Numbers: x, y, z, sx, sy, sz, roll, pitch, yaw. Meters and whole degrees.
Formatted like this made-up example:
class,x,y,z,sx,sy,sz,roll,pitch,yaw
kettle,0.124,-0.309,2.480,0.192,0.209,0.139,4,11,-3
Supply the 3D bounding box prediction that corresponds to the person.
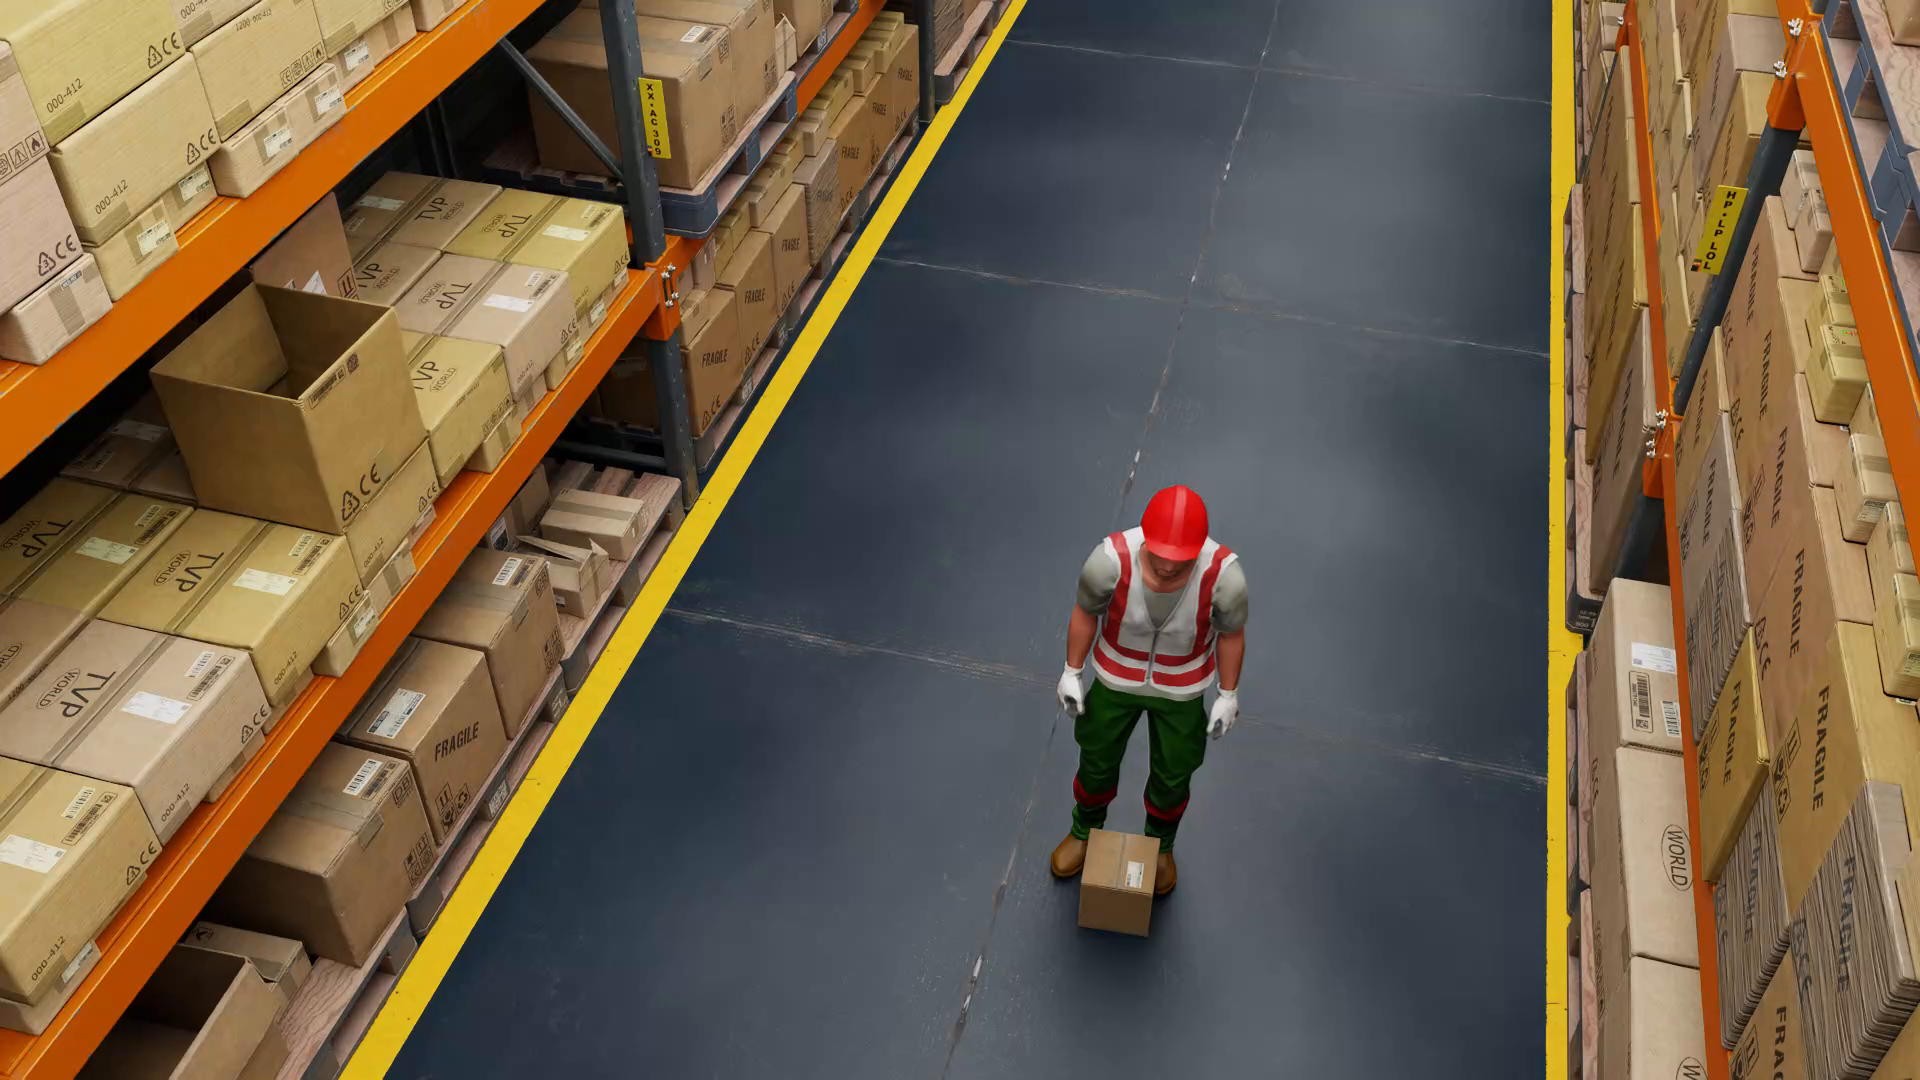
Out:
class,x,y,z,sx,sy,sz,roll,pitch,yaw
person,0.612,0.494,5.570,0.598,1.779,0.449,10,42,12
